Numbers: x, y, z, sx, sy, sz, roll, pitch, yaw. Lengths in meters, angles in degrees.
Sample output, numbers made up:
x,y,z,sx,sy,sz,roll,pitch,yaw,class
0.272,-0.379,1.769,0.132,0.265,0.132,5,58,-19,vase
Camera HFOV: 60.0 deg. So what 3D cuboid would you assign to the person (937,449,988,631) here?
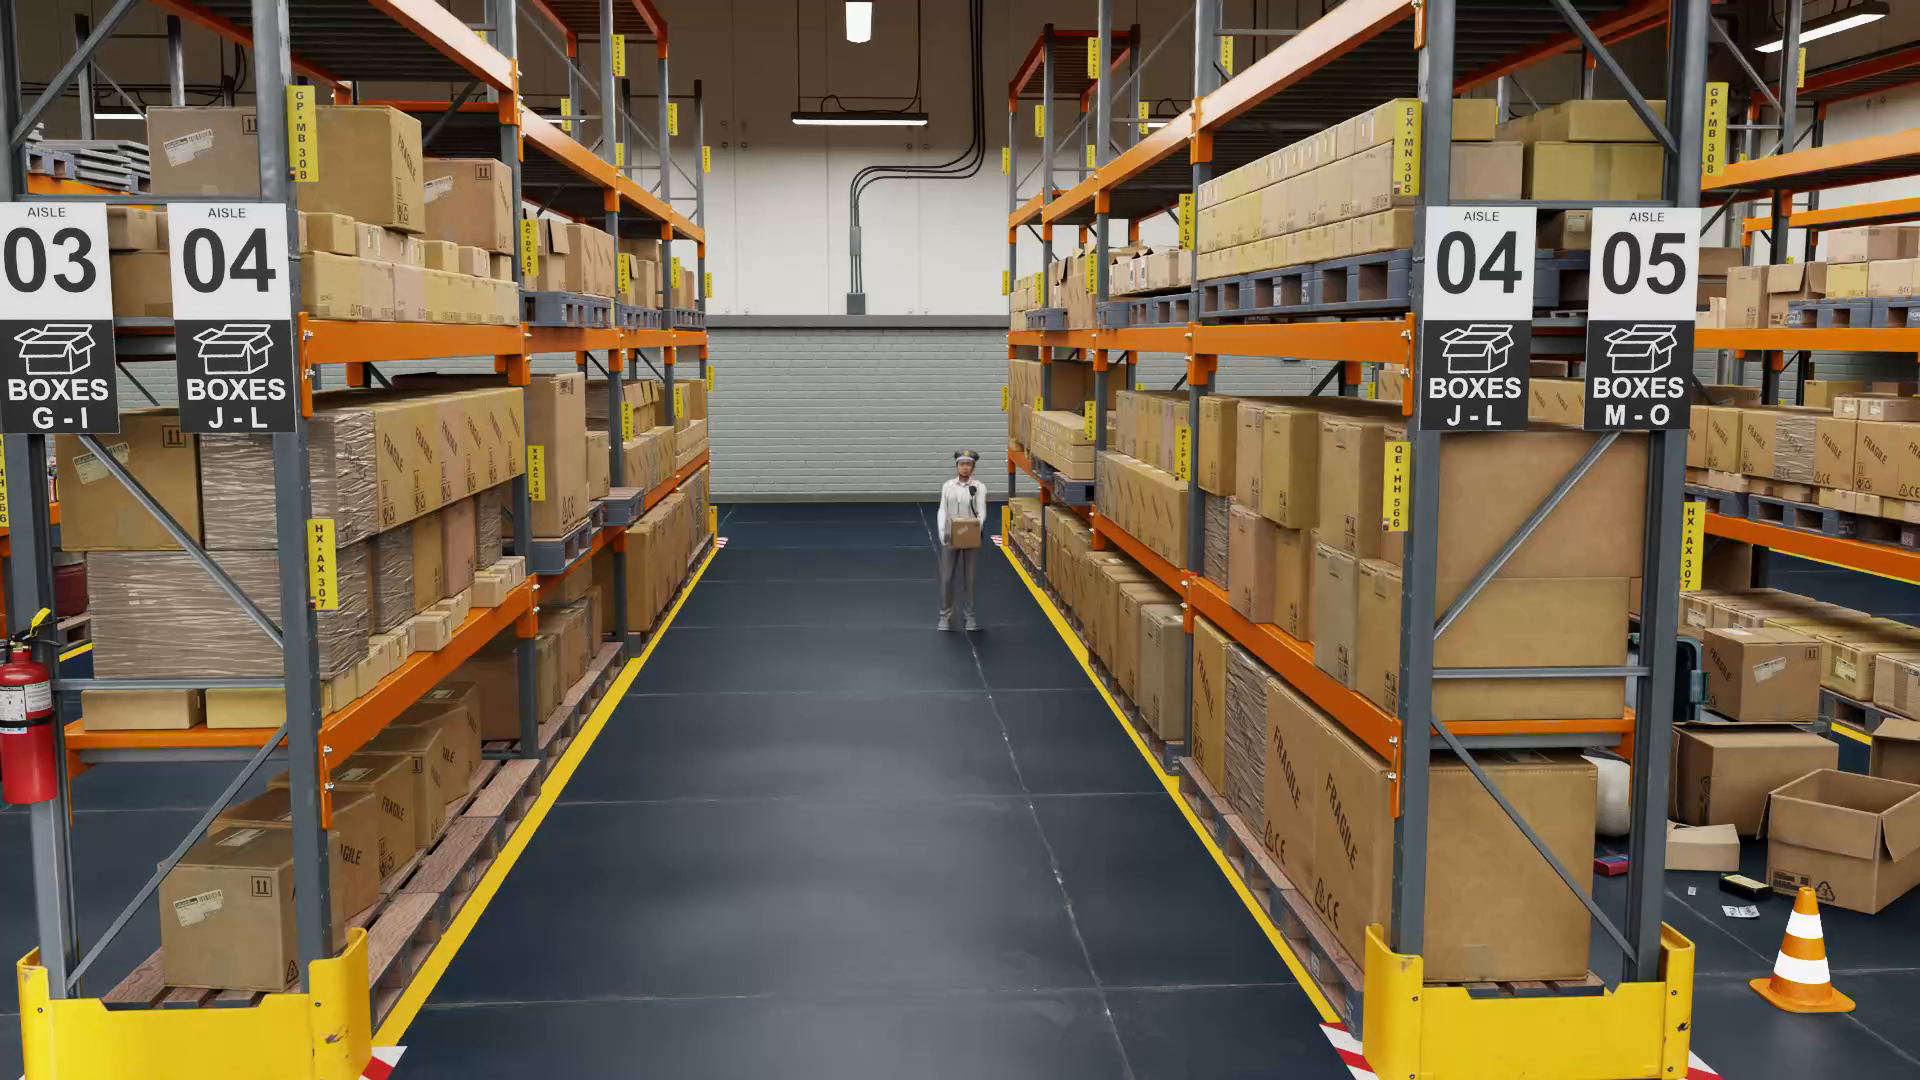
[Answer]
x,y,z,sx,sy,sz,roll,pitch,yaw,class
0.023,-0.001,15.598,0.471,1.700,0.543,1,7,12,person
